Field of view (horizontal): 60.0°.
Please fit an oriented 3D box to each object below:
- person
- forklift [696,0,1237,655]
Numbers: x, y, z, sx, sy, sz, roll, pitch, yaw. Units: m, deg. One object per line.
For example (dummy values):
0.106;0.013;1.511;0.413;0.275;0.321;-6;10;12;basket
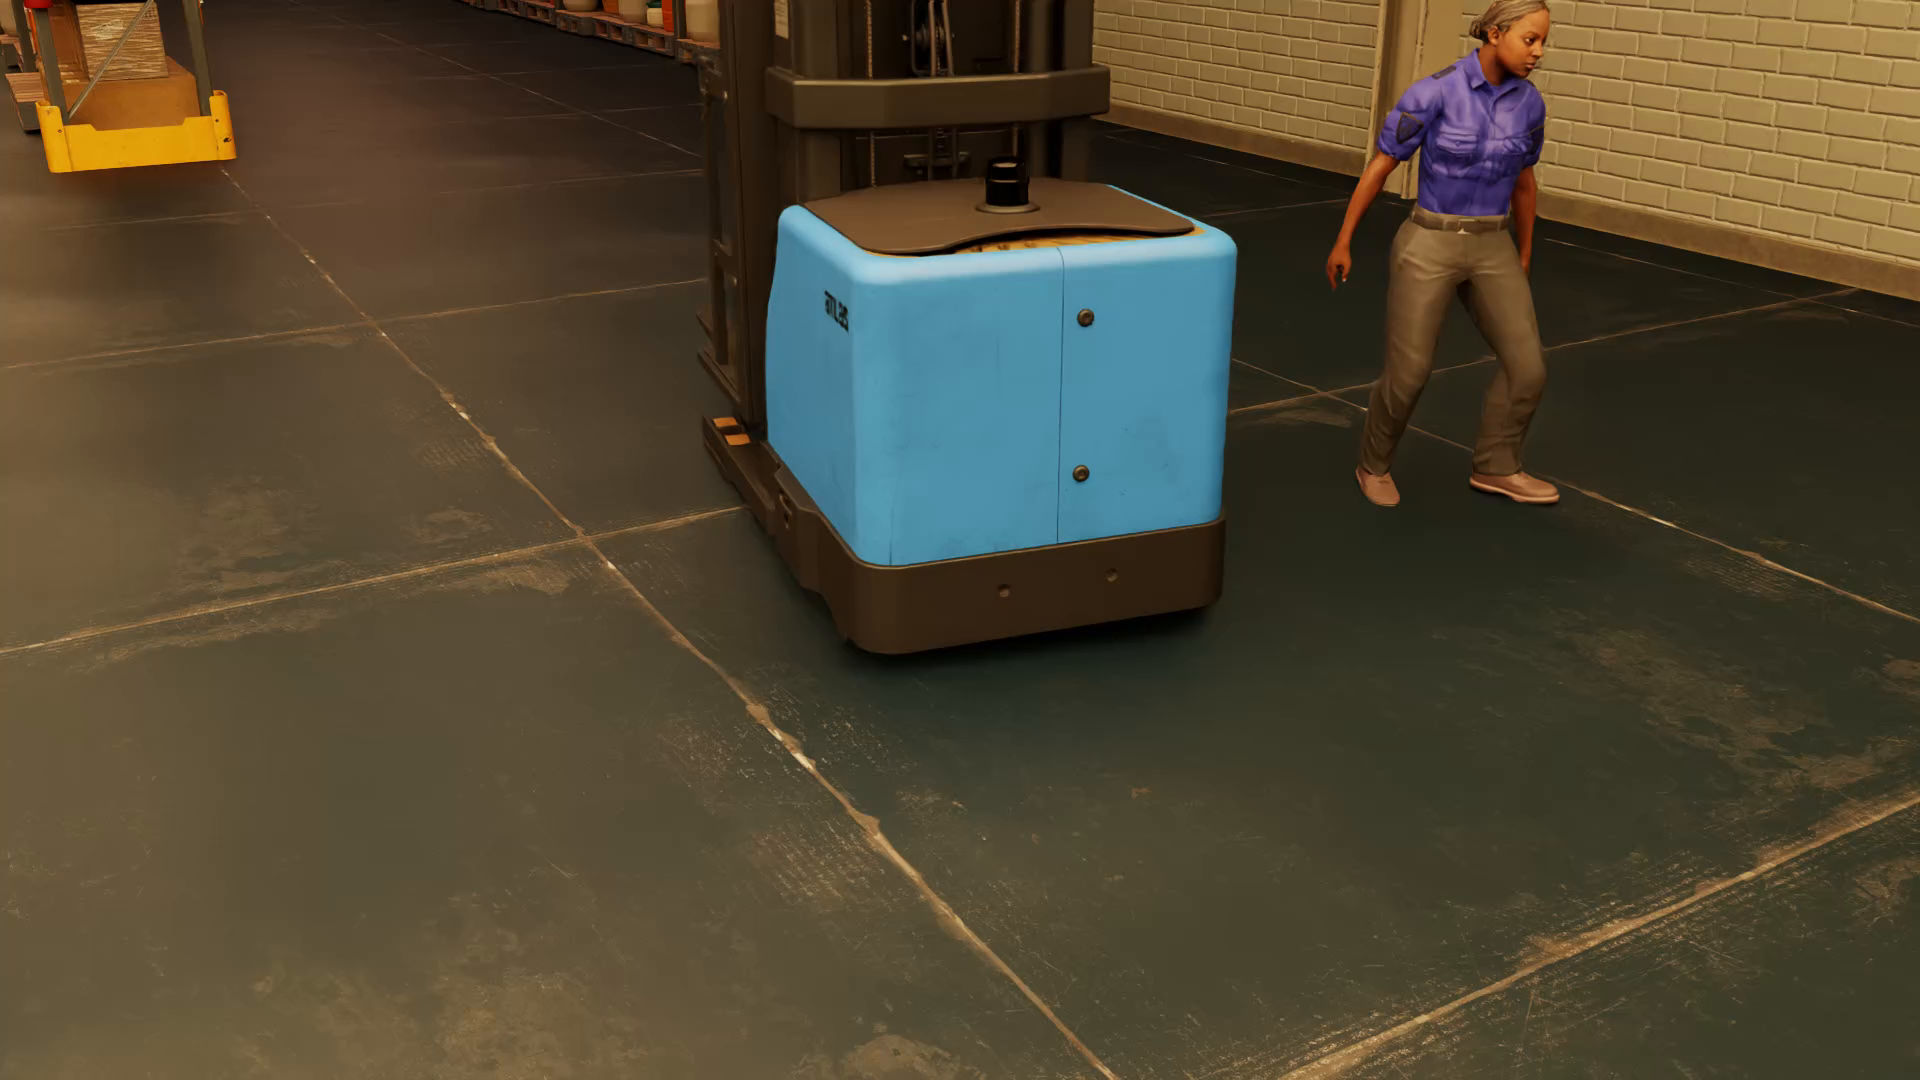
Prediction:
1.547;-0.877;5.197;0.797;1.632;0.403;-3;22;-7;person
-0.254;-1.594;5.158;1.130;2.935;3.031;-8;24;-18;forklift
